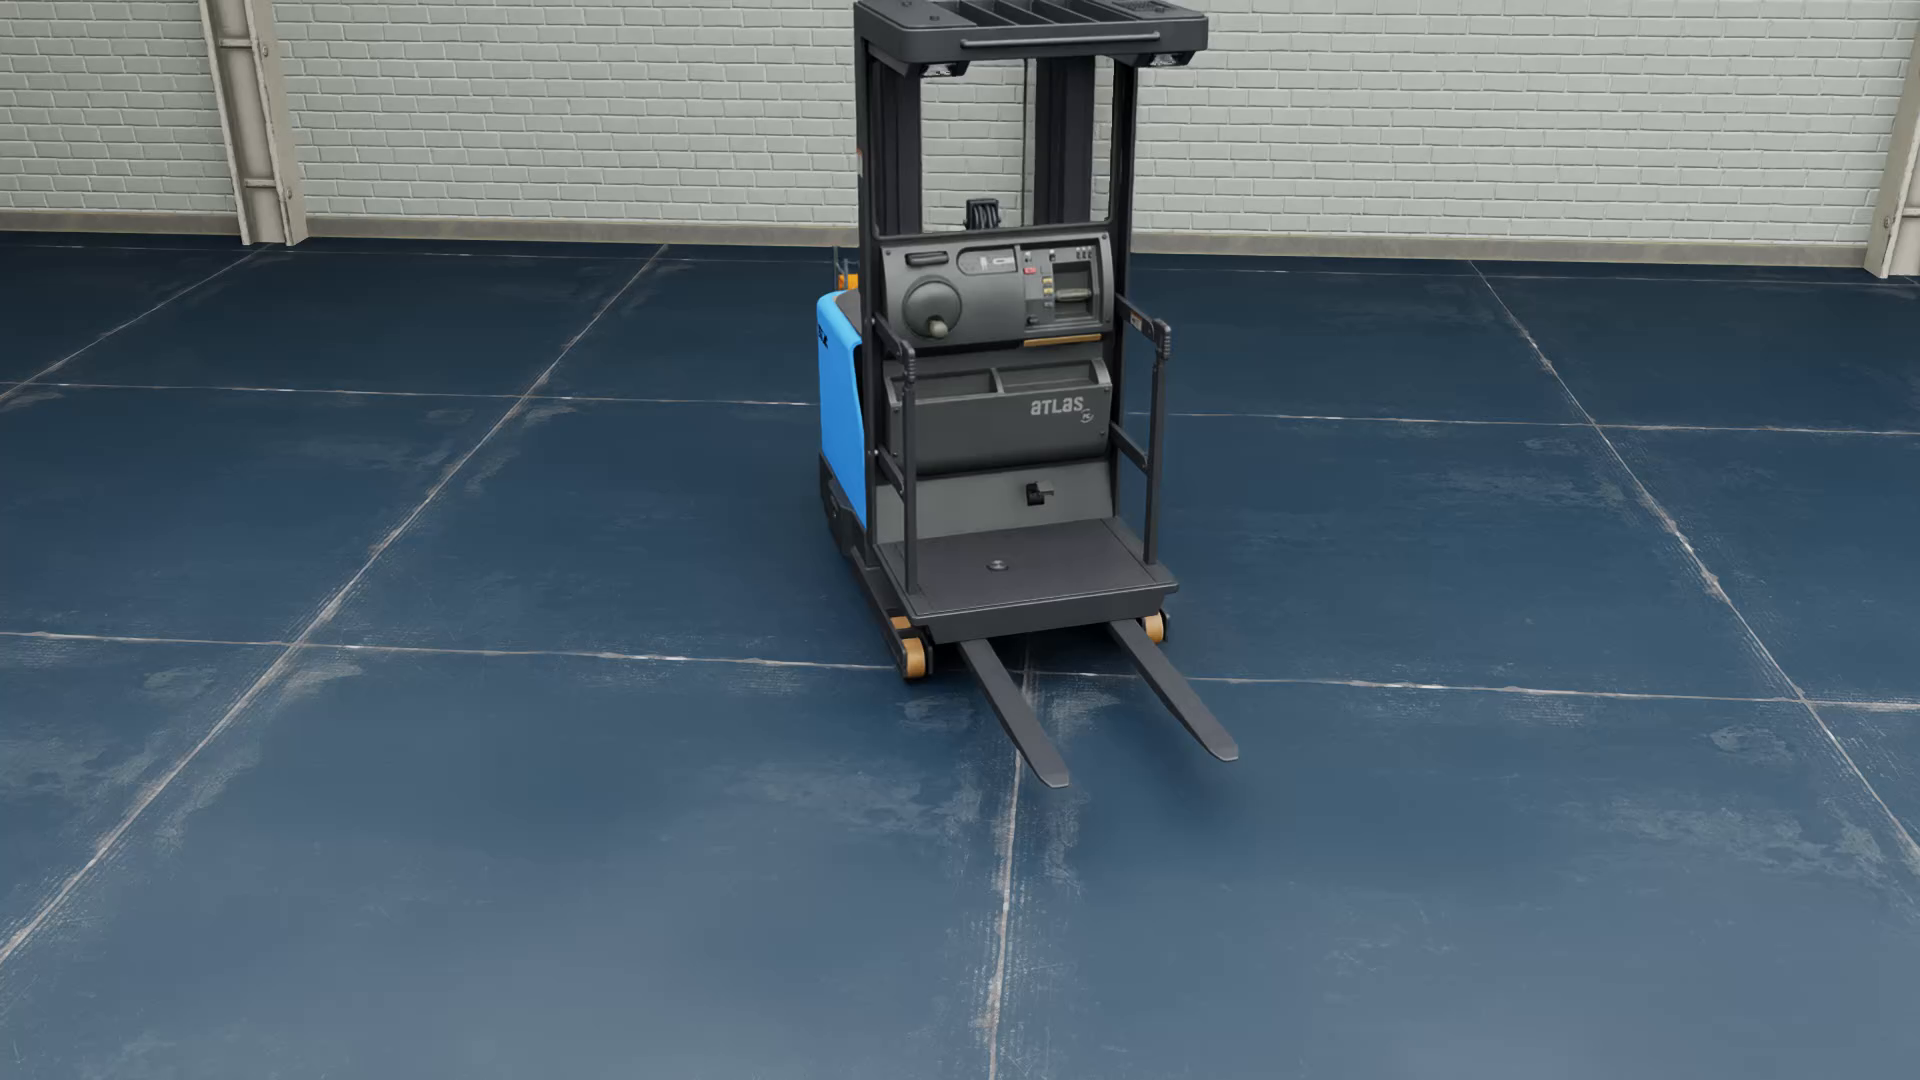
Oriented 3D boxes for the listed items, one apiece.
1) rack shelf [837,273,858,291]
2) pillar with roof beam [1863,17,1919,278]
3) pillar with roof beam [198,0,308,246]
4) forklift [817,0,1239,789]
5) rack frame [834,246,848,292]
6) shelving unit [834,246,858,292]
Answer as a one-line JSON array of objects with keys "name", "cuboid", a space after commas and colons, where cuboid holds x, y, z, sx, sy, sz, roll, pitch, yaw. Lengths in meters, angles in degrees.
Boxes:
[{"name": "rack shelf", "cuboid": [-0.328, -1.191, 7.962, 0.480, 0.148, 0.258, -7, 26, -15]}, {"name": "pillar with roof beam", "cuboid": [6.396, -4.209, 6.132, 0.400, 9.000, 9.100, 2, 25, 4]}, {"name": "pillar with roof beam", "cuboid": [-5.568, -4.593, 6.966, 0.400, 9.000, 9.100, 2, 25, 4]}, {"name": "forklift", "cuboid": [0.215, -0.964, 6.338, 1.130, 2.935, 3.031, -7, 26, -14]}, {"name": "rack frame", "cuboid": [-0.562, -0.805, 8.065, 0.015, 1.200, 0.240, -7, 26, -15]}, {"name": "shelving unit", "cuboid": [-0.328, -0.834, 8.127, 0.503, 1.200, 0.258, -7, 26, -15]}]
